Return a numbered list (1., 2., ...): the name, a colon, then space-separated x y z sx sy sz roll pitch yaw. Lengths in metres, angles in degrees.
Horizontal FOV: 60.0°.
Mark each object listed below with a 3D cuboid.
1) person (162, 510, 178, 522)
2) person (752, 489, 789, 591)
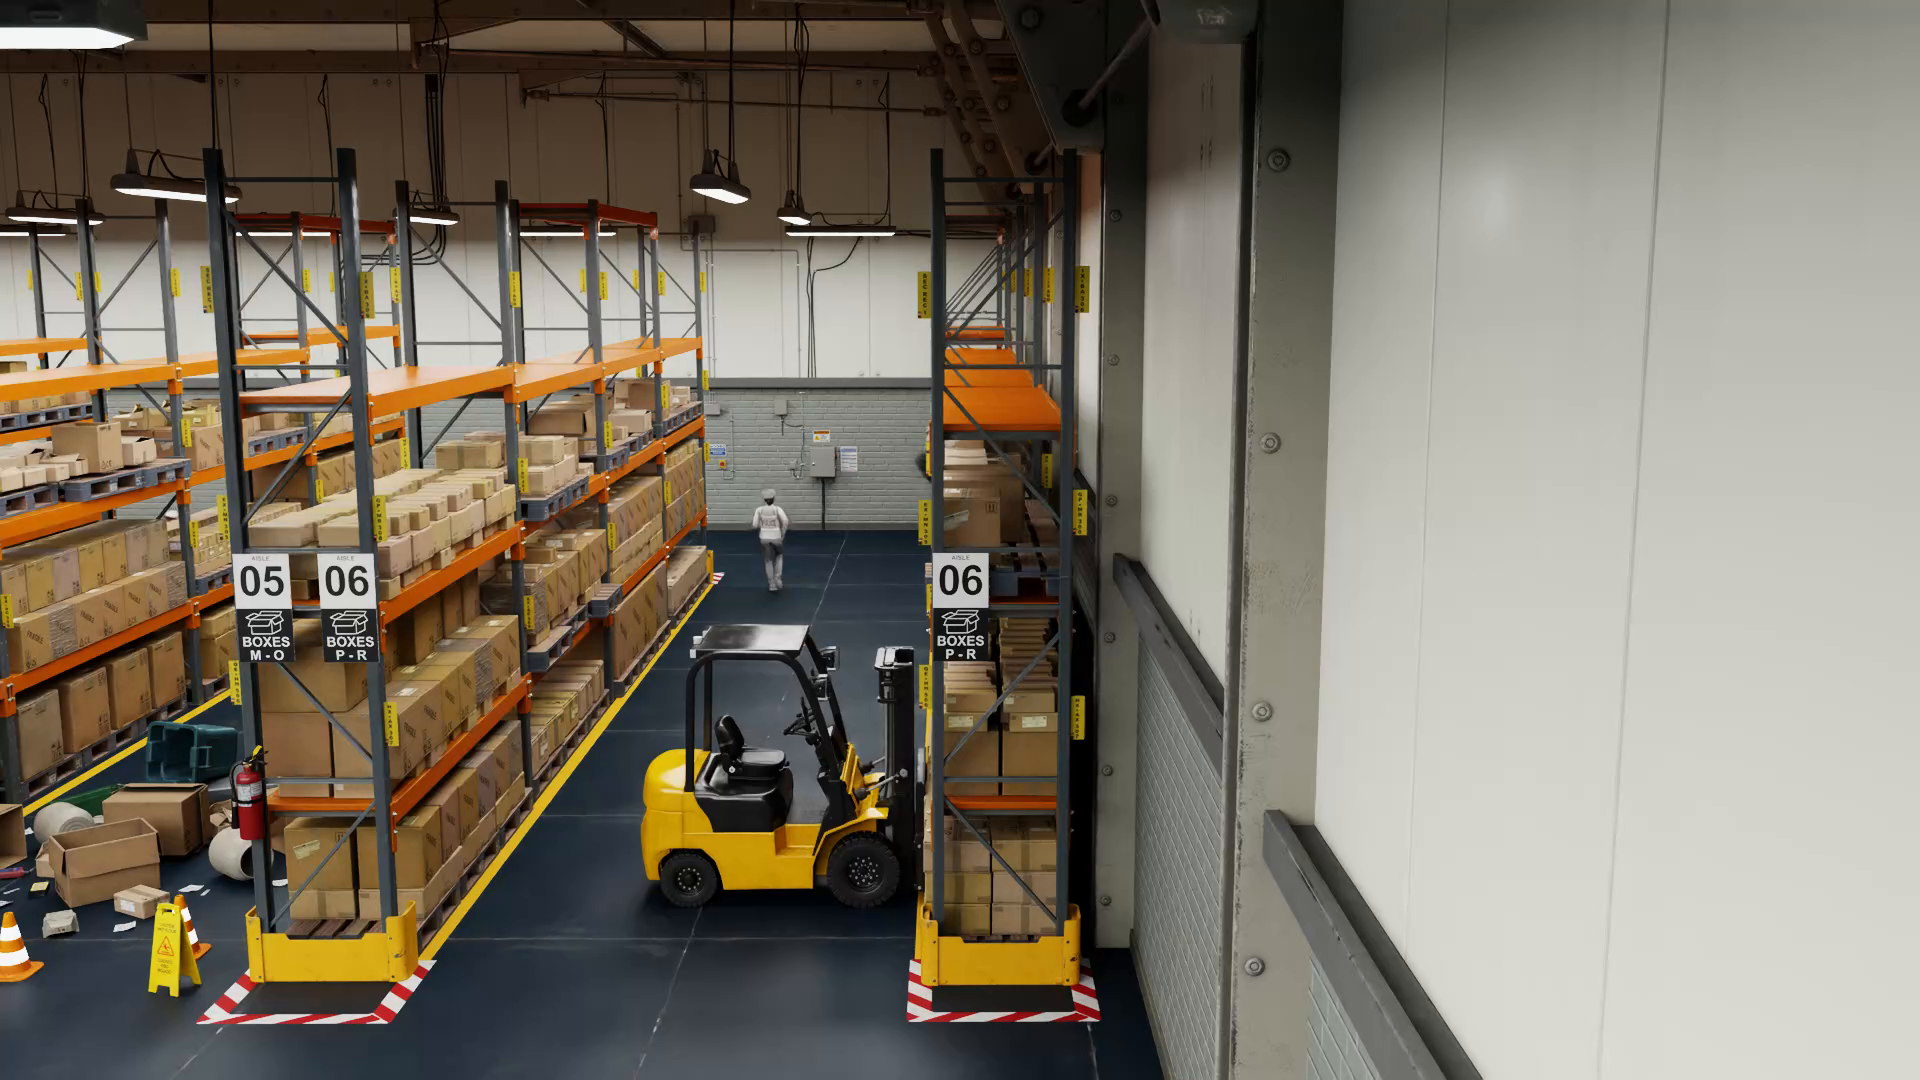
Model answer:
1. person: -11.467 0.431 24.280 0.687 1.738 0.551 1 9 7
2. person: -3.078 -0.007 27.103 0.606 1.654 0.662 0 9 -3
